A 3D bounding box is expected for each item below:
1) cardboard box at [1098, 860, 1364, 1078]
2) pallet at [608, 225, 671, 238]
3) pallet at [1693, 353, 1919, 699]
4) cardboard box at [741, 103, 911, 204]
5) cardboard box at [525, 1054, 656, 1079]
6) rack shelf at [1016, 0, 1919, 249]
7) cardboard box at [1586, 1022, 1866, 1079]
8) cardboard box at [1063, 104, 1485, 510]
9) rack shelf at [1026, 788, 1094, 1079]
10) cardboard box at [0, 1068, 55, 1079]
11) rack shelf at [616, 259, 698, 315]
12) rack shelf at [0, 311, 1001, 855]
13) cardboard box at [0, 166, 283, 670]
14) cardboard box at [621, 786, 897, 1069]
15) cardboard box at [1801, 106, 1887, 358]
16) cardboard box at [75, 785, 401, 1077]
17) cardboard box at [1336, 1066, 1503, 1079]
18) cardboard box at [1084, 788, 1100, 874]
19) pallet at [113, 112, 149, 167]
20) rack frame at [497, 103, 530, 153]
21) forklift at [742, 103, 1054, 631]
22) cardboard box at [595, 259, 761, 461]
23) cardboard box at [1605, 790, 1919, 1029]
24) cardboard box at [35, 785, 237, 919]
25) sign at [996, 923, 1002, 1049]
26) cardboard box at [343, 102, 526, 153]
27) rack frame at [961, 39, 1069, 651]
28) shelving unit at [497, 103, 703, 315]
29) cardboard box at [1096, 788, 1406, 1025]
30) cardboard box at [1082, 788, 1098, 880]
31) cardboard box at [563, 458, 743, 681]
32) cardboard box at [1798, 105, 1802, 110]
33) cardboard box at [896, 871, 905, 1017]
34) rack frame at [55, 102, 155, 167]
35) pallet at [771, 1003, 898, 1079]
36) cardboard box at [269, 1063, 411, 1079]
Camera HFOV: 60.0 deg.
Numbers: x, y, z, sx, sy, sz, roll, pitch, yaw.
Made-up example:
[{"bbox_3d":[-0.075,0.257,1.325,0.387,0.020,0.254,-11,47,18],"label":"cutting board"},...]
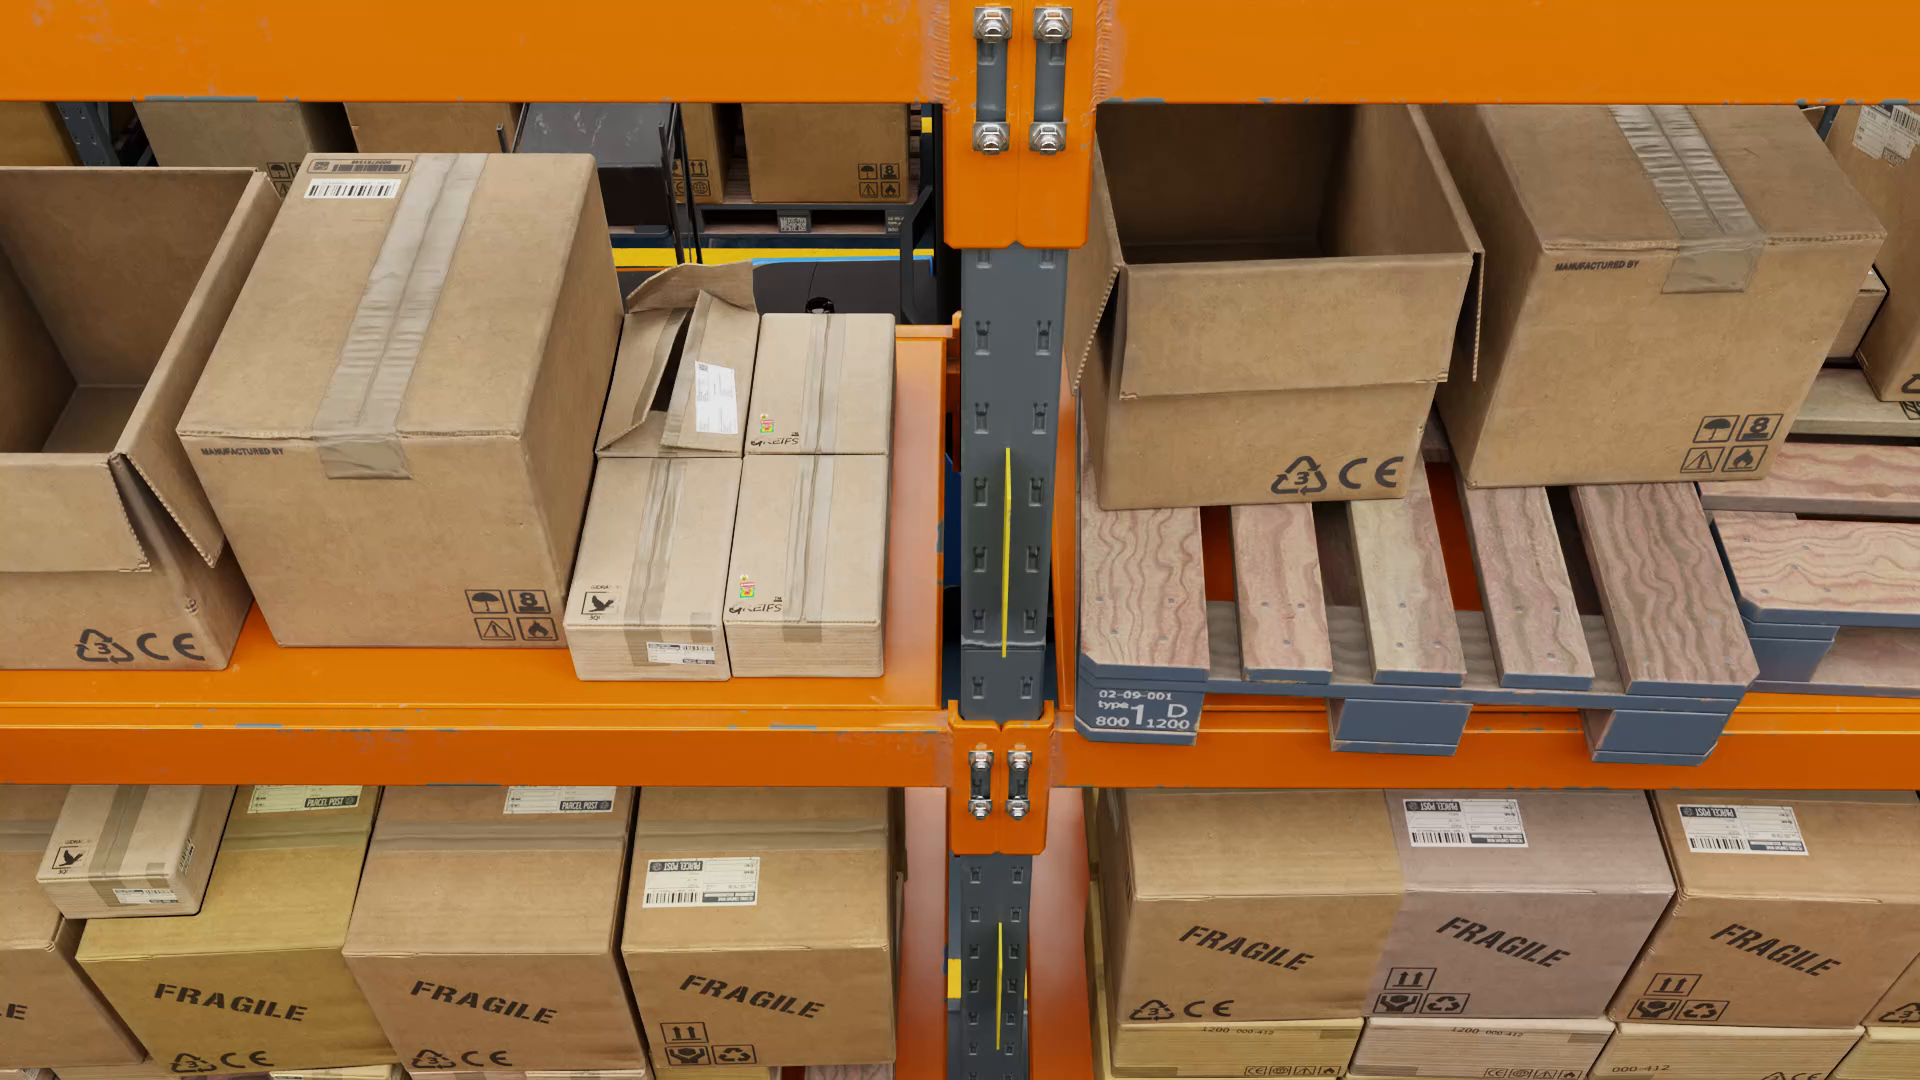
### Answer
[{"bbox_3d":[0.573,0.885,3.638,0.500,0.250,0.500,0,47,0],"label":"cardboard box"},{"bbox_3d":[-2.021,-1.914,8.388,1.213,0.211,1.003,0,47,0],"label":"pallet"},{"bbox_3d":[1.829,-0.172,2.940,1.213,0.211,1.003,2,47,2],"label":"pallet"},{"bbox_3d":[-0.624,-2.246,8.041,0.750,0.750,1.050,0,47,0],"label":"cardboard box"},{"bbox_3d":[-0.782,1.020,3.636,0.250,0.149,0.380,0,47,0],"label":"cardboard box"},{"bbox_3d":[2.067,-0.835,2.144,4.000,0.370,1.077,0,47,0],"label":"rack shelf"},{"bbox_3d":[1.588,0.898,3.626,0.500,0.250,0.500,0,47,0],"label":"cardboard box"},{"bbox_3d":[0.444,-0.488,2.748,0.637,0.503,0.797,-2,47,-2],"label":"cardboard box"},{"bbox_3d":[2.067,1.073,4.194,4.000,0.370,1.077,0,47,0],"label":"rack shelf"},{"bbox_3d":[-2.078,1.010,3.645,0.250,0.149,0.380,2,47,2],"label":"cardboard box"},{"bbox_3d":[-1.160,-0.671,5.959,0.480,0.518,0.431,-1,47,-1],"label":"rack shelf"},{"bbox_3d":[-1.933,0.040,3.106,4.000,0.370,1.077,0,47,0],"label":"rack shelf"},{"bbox_3d":[-1.459,-0.218,2.784,0.637,0.503,0.797,0,47,0],"label":"cardboard box"},{"bbox_3d":[-0.389,0.746,3.448,0.500,0.500,0.500,-1,47,-1],"label":"cardboard box"},{"bbox_3d":[1.445,-0.550,2.968,0.258,0.266,0.396,-1,47,-1],"label":"cardboard box"},{"bbox_3d":[-1.410,0.752,3.442,0.500,0.500,0.500,-3,47,-3],"label":"cardboard box"},{"bbox_3d":[1.069,1.047,3.829,0.500,0.250,0.500,-1,47,-1],"label":"cardboard box"},{"bbox_3d":[0.552,0.518,3.979,0.500,0.250,0.500,0,47,0],"label":"cardboard box"},{"bbox_3d":[-4.776,-1.922,8.395,1.213,0.211,1.003,0,47,0],"label":"pallet"},{"bbox_3d":[-1.404,-0.675,5.944,0.015,2.100,0.400,-1,47,-1],"label":"rack frame"},{"bbox_3d":[0.622,-1.013,5.691,3.031,2.935,1.130,-1,47,-1],"label":"forklift"},{"bbox_3d":[-0.503,-0.280,3.004,0.258,0.266,0.396,0,47,0],"label":"cardboard box"},{"bbox_3d":[1.573,0.635,3.359,0.500,0.500,0.500,1,47,1],"label":"cardboard box"},{"bbox_3d":[-1.570,0.525,3.211,0.250,0.149,0.380,-2,47,-2],"label":"cardboard box"},{"bbox_3d":[0.074,0.852,3.171,0.005,0.325,0.100,0,47,0],"label":"sign"},{"bbox_3d":[-2.430,-2.248,8.043,0.750,0.750,1.050,0,47,0],"label":"cardboard box"},{"bbox_3d":[0.067,-1.222,1.740,0.127,3.000,1.000,0,47,0],"label":"rack frame"},{"bbox_3d":[-1.160,-0.681,5.949,0.503,2.100,0.431,-1,47,-1],"label":"shelving unit"},{"bbox_3d":[0.559,0.628,3.365,0.500,0.500,0.500,-1,47,-1],"label":"cardboard box"},{"bbox_3d":[0.574,0.684,4.166,0.500,0.250,0.500,-1,47,-1],"label":"cardboard box"},{"bbox_3d":[-0.498,0.044,2.782,0.250,0.149,0.380,0,47,0],"label":"cardboard box"},{"bbox_3d":[4.378,-2.211,8.419,0.250,0.149,0.380,1,47,1],"label":"cardboard box"},{"bbox_3d":[-0.262,0.936,3.714,0.250,0.149,0.380,2,47,2],"label":"cardboard box"},{"bbox_3d":[-4.016,-2.812,7.319,0.127,3.000,1.000,0,47,0],"label":"rack frame"},{"bbox_3d":[-0.646,0.963,3.935,1.003,0.211,1.213,0,47,0],"label":"pallet"},{"bbox_3d":[-1.309,1.023,3.633,0.250,0.149,0.380,1,47,1],"label":"cardboard box"}]
